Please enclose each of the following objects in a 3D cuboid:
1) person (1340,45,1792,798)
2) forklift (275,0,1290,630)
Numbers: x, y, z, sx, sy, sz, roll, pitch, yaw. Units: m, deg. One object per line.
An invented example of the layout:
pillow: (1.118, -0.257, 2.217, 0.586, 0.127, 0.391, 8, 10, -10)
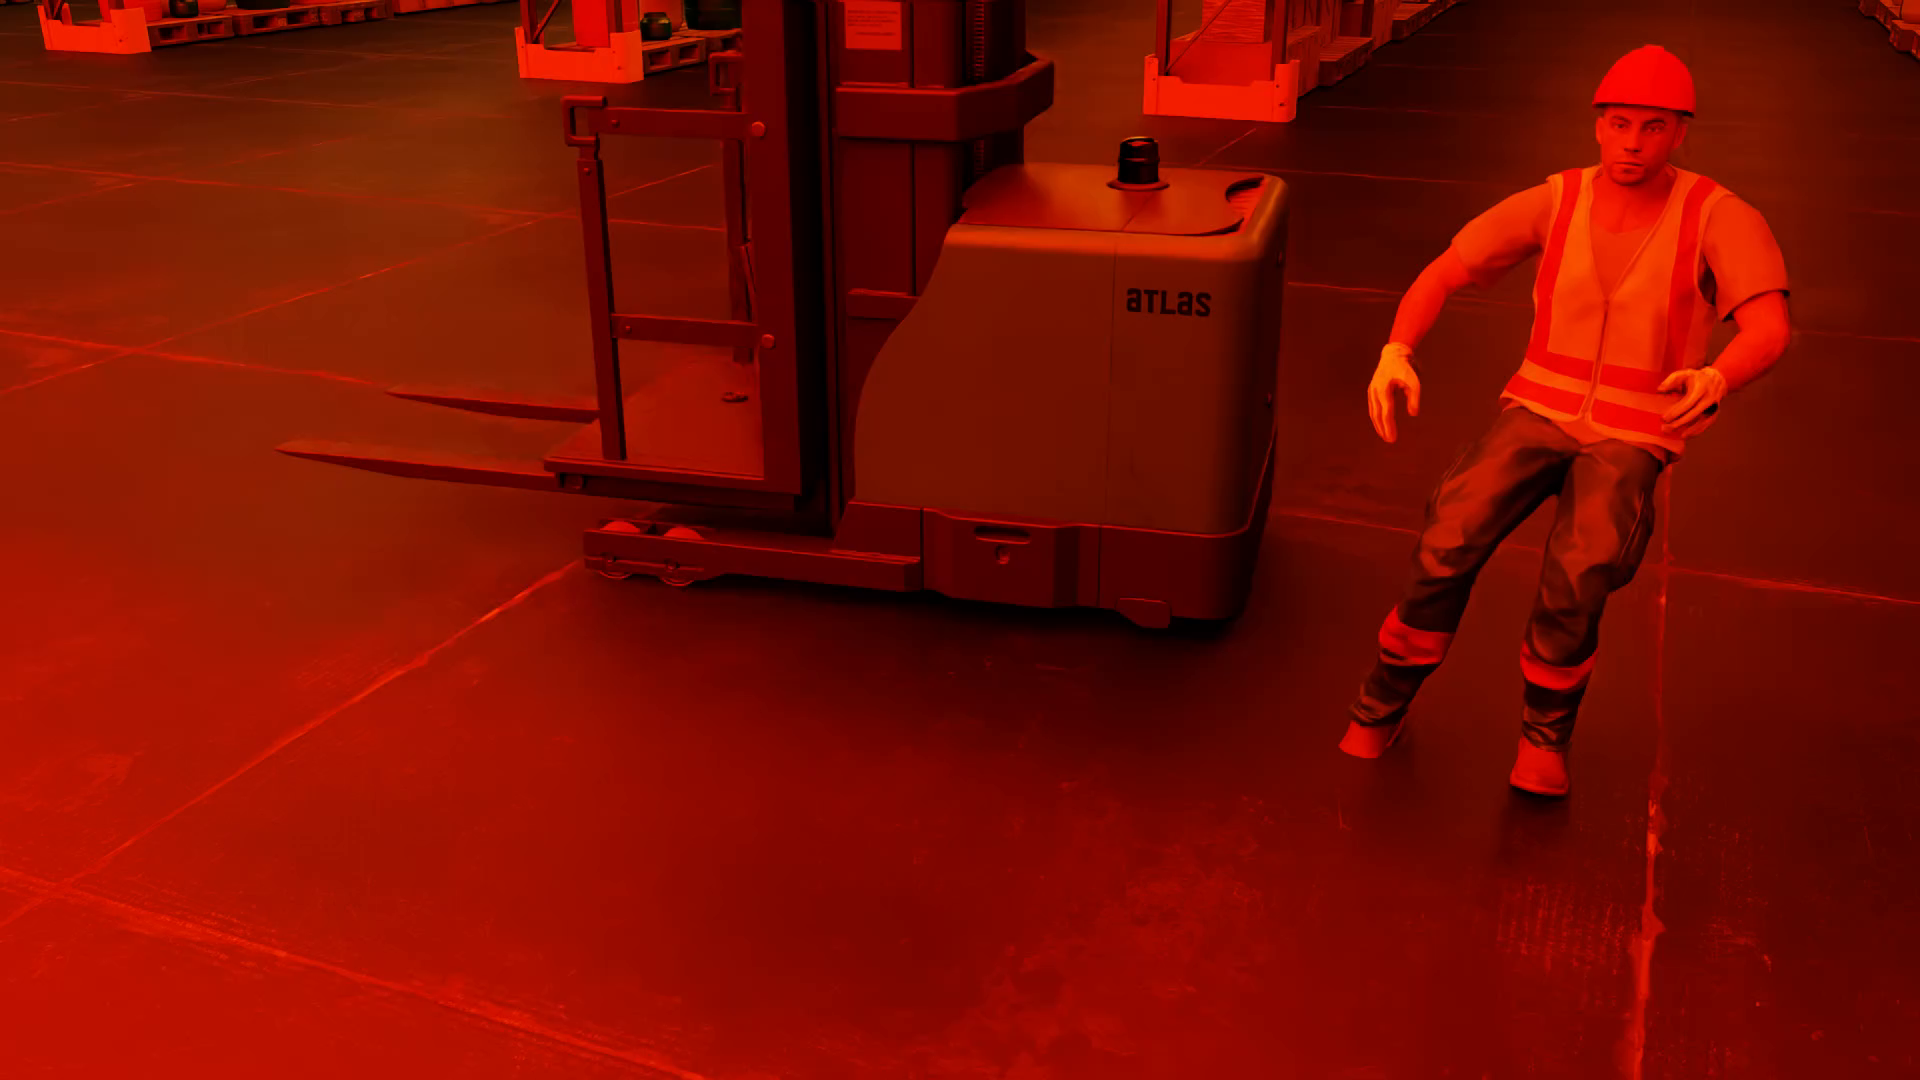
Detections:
person: (1.325, -0.221, 3.670, 0.825, 1.655, 0.701, 12, 25, 26)
forklift: (-0.596, -1.408, 4.662, 3.031, 2.935, 1.130, 6, 23, 13)
